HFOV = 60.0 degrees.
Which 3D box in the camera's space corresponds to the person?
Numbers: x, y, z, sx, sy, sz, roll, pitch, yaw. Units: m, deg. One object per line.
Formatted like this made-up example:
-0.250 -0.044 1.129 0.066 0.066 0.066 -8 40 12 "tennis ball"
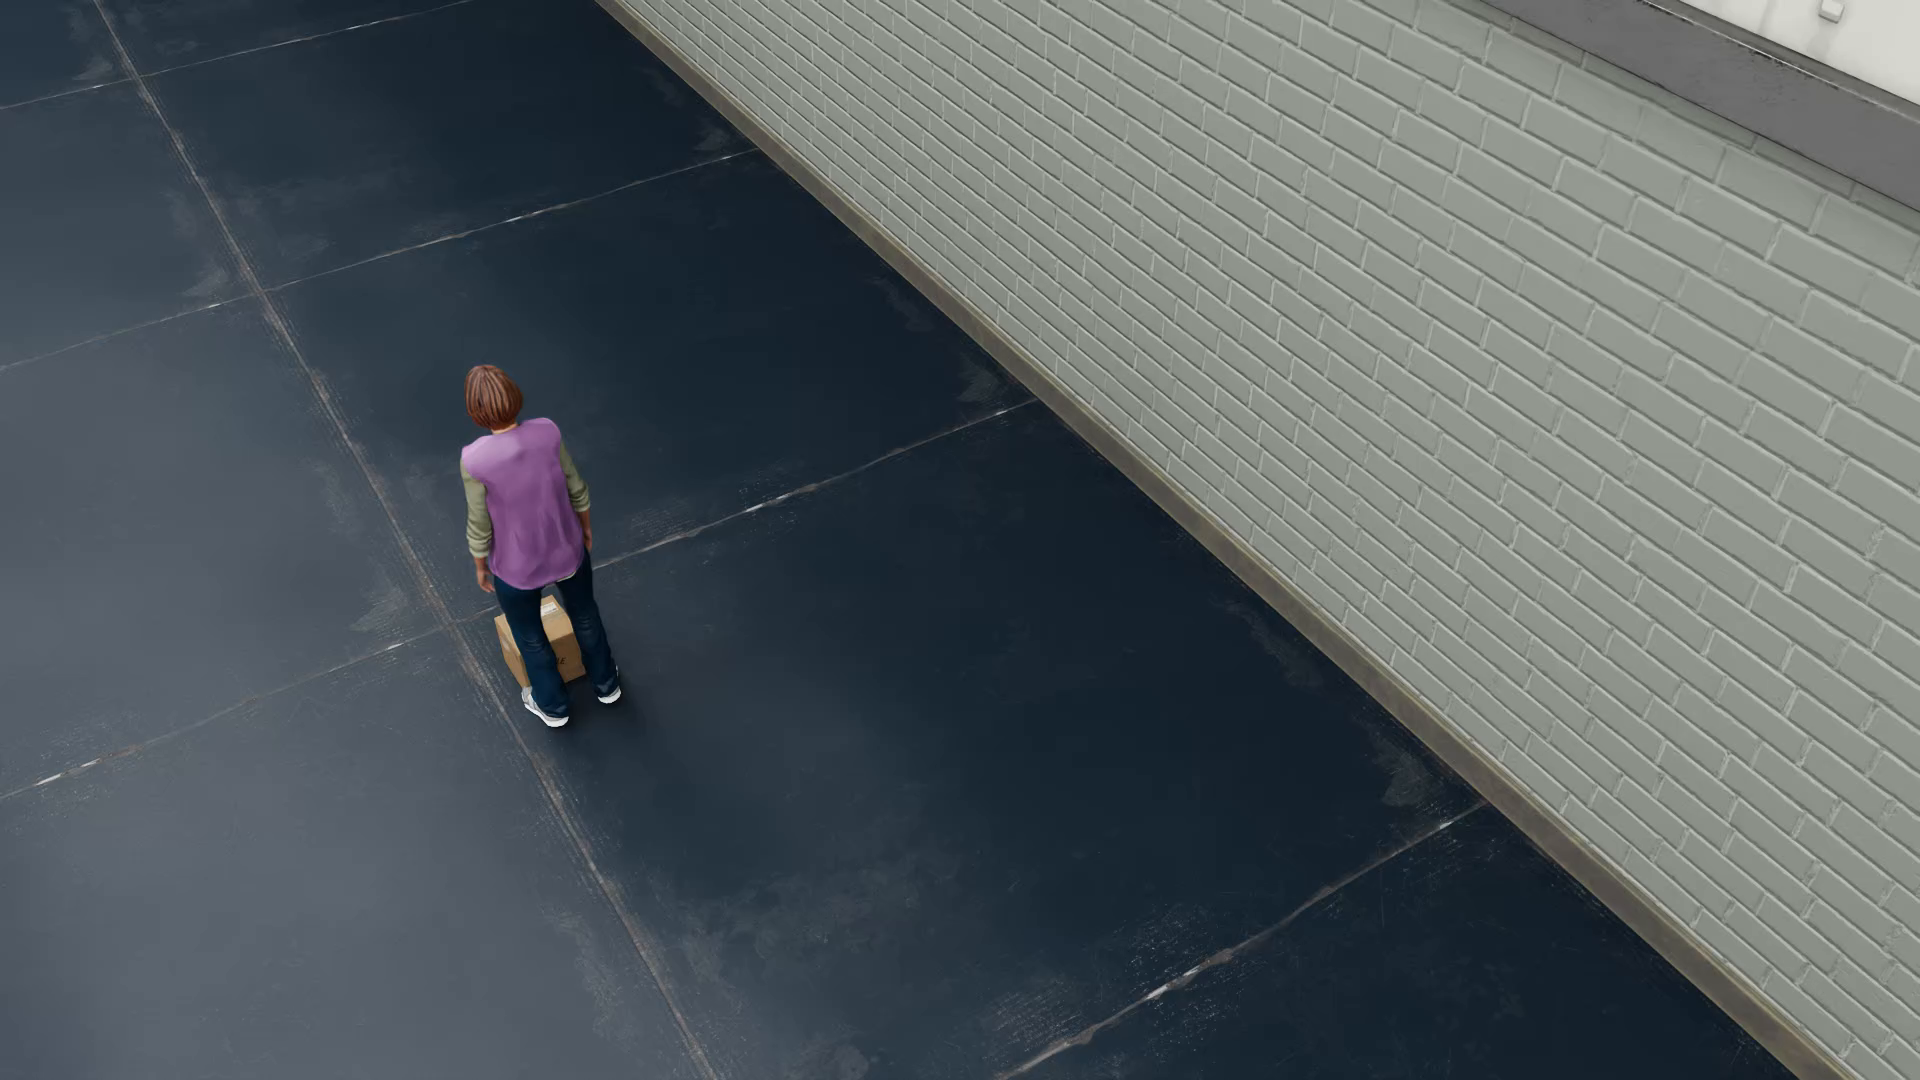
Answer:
-1.553 0.053 6.107 0.467 1.592 0.350 -23 46 -24 "person"
